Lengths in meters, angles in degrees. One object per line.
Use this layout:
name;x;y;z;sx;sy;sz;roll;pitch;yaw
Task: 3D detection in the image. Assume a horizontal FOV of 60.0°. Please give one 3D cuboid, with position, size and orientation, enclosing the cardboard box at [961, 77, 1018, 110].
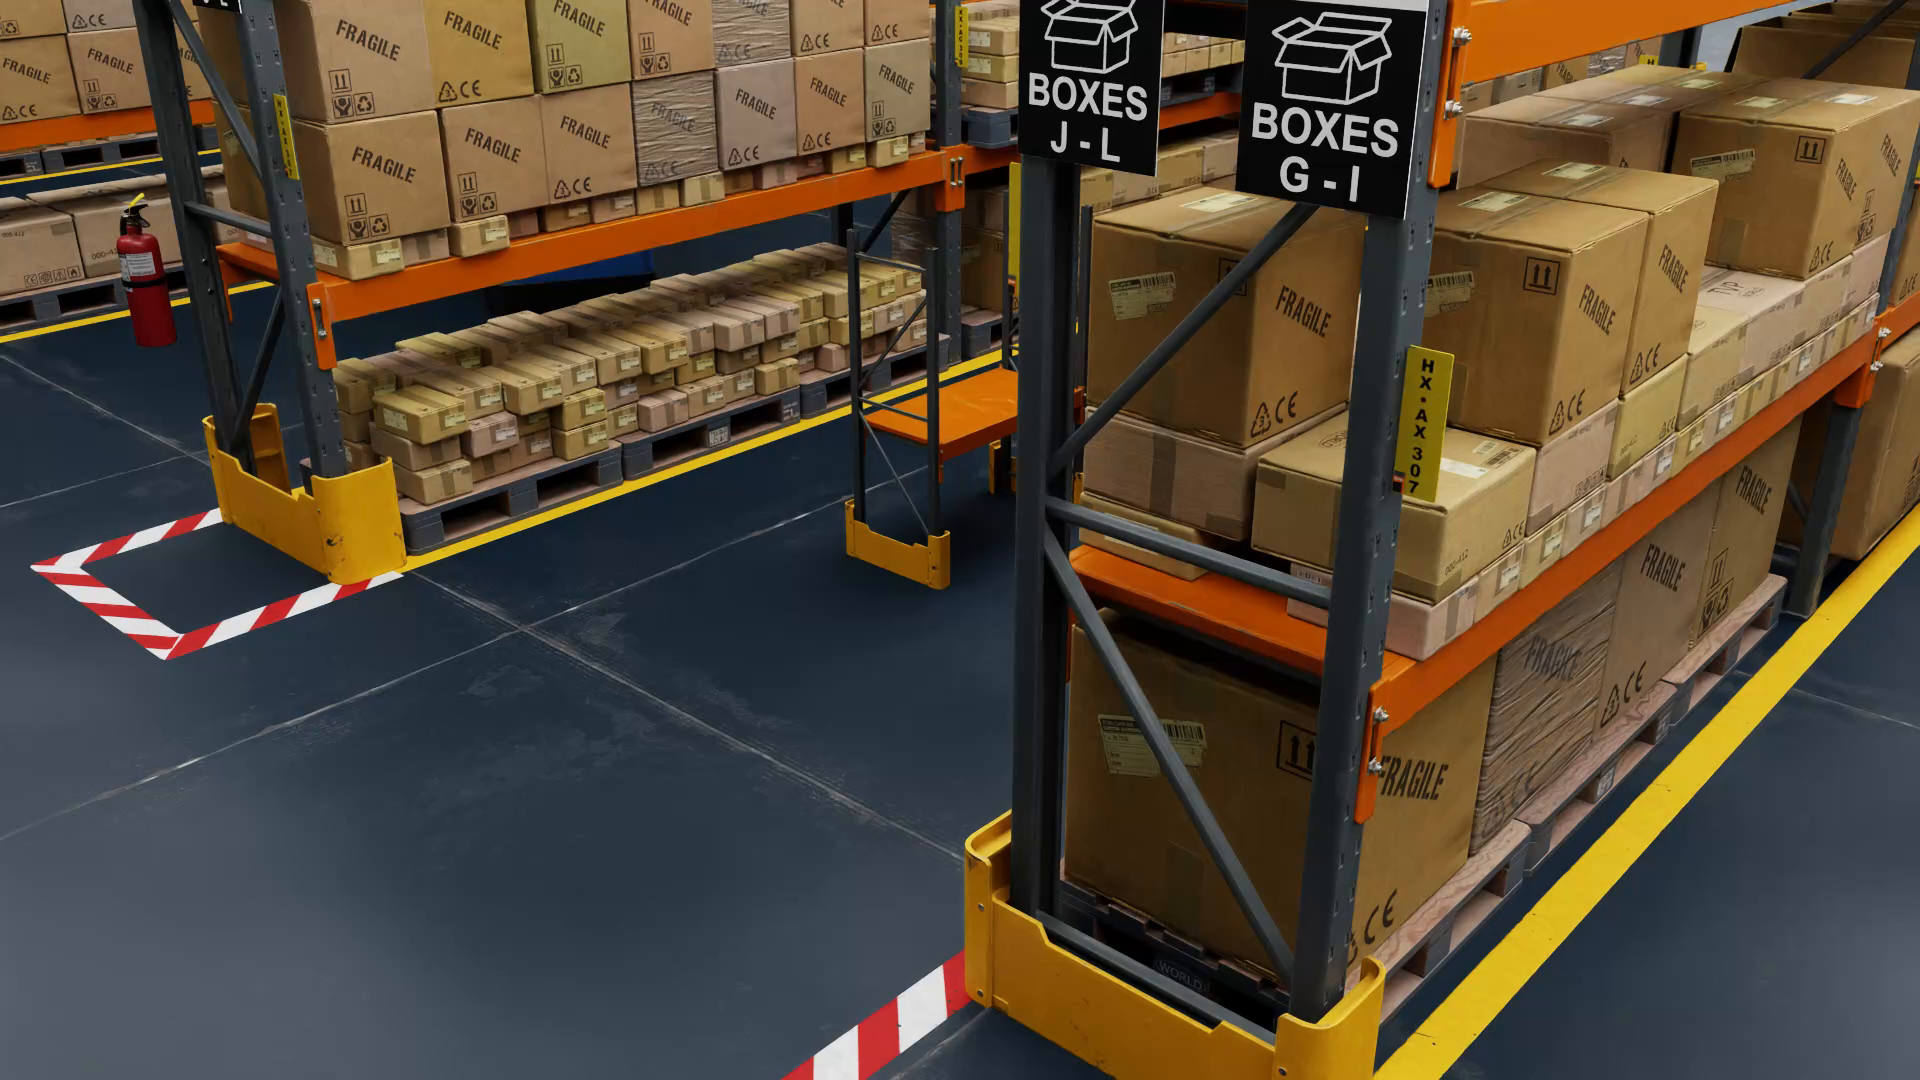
cardboard box;0.202;-2.637;9.759;0.380;0.149;0.250;18;30;35

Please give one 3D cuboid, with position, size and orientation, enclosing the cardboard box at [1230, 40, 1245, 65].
cardboard box;1.772;-3.357;11.364;0.380;0.149;0.250;20;31;37

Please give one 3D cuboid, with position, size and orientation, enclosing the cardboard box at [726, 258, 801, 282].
cardboard box;-1.147;-1.521;9.721;0.380;0.149;0.250;20;31;37

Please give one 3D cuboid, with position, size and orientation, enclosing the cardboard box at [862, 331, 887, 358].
cardboard box;-0.647;-1.188;9.704;0.380;0.149;0.250;21;32;39

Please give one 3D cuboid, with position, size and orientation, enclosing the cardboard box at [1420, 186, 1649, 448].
cardboard box;1.409;-0.596;4.316;0.500;0.500;0.500;19;31;36

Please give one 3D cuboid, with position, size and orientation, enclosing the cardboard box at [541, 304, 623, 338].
cardboard box;-2.003;-1.123;8.832;0.380;0.149;0.250;19;30;36

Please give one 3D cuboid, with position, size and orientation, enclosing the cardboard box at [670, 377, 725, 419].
cardboard box;-1.462;-0.785;8.805;0.380;0.149;0.250;20;31;38

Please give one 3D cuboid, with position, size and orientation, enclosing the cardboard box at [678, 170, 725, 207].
cardboard box;-1.409;-1.804;8.414;0.380;0.149;0.250;21;32;39

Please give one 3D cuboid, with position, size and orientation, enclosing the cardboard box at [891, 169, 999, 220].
cardboard box;-0.094;-2.255;10.738;0.500;0.250;0.500;19;30;36

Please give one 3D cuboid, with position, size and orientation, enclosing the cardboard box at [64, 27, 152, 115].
cardboard box;-5.623;-3.093;10.860;0.500;0.500;0.500;20;31;37

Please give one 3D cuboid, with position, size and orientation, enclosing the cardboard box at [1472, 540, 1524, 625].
cardboard box;1.206;0.056;4.265;0.380;0.149;0.250;20;31;37

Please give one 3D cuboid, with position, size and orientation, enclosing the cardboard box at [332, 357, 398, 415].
cardboard box;-2.908;-0.740;7.977;0.380;0.149;0.250;21;31;38

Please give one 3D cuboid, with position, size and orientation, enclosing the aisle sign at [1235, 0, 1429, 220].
aisle sign;0.729;-1.044;3.235;0.394;0.787;0.004;20;31;38

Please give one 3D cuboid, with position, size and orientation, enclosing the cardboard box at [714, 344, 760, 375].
cardboard box;-1.303;-1.028;8.985;0.380;0.149;0.250;18;30;35

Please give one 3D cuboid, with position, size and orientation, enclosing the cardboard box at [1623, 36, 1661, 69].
cardboard box;6.617;-4.951;17.209;0.875;0.875;0.875;20;31;37

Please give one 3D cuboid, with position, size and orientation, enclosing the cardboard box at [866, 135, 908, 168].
cardboard box;-0.510;-2.192;9.279;0.380;0.149;0.250;19;30;36

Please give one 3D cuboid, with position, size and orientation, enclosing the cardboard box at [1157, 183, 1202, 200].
cardboard box;1.332;-2.241;11.623;0.500;0.500;0.500;18;30;35

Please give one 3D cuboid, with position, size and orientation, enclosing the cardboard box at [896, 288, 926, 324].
cardboard box;-0.377;-1.409;9.835;0.380;0.149;0.250;21;32;39

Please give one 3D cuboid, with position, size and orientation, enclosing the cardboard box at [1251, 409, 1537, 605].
cardboard box;1.075;-0.102;4.130;0.500;0.250;0.500;19;30;36

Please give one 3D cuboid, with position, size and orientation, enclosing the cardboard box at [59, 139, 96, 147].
cardboard box;-8.247;-3.826;15.445;0.396;0.266;0.258;22;32;39

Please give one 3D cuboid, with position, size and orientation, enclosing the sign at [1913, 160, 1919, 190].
sign;3.637;-1.461;6.186;0.100;0.325;0.005;20;31;38

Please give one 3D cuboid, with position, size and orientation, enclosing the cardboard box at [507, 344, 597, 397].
cardboard box;-2.008;-0.833;8.185;0.380;0.149;0.250;18;30;35

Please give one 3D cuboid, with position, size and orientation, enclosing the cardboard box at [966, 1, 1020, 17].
cardboard box;0.247;-3.330;10.577;0.380;0.149;0.250;20;31;37

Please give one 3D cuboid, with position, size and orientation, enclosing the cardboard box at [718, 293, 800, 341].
cardboard box;-1.092;-1.216;9.041;0.380;0.149;0.250;18;30;35

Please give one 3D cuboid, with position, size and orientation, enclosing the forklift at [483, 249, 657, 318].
forklift;-2.949;-3.320;11.573;1.130;2.935;3.031;-8;25;-17

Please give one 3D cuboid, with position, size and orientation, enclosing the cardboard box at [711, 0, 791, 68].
cardboard box;-1.209;-2.675;8.342;0.500;0.500;0.500;21;32;39

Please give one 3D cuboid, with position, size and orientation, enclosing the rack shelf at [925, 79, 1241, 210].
rack shelf;0.932;-2.847;11.312;1.077;0.370;4.000;20;31;38

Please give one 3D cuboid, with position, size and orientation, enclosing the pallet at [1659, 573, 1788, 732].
pallet;2.657;0.302;6.818;1.003;0.211;1.213;20;31;38

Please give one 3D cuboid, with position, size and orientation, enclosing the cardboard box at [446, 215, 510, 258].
cardboard box;-2.254;-1.398;7.508;0.380;0.149;0.250;19;30;36

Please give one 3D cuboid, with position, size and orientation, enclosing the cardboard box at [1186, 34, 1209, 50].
cardboard box;1.417;-3.329;10.938;0.380;0.149;0.250;21;32;39

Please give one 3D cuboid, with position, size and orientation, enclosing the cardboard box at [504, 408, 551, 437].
cardboard box;-2.210;-0.630;8.096;0.380;0.149;0.250;21;31;38

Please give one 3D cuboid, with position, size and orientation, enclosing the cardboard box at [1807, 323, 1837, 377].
cardboard box;2.920;-0.727;6.012;0.380;0.149;0.250;20;31;37

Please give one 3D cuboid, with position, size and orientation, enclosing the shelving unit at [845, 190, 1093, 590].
shelving unit;0.051;-0.708;7.495;0.587;1.500;1.083;20;31;38

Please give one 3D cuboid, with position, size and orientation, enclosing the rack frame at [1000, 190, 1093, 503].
rack frame;0.396;-0.865;7.847;0.500;1.500;0.032;20;31;38

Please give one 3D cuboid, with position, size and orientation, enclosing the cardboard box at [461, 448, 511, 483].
cardboard box;-2.371;-0.412;7.974;0.380;0.149;0.250;20;31;37

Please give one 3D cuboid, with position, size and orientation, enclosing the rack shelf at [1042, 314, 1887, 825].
rack shelf;1.888;-0.243;5.505;1.077;0.370;4.000;20;31;38

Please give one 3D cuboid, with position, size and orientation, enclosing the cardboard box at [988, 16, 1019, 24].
cardboard box;0.384;-2.995;9.830;0.380;0.149;0.250;21;32;39

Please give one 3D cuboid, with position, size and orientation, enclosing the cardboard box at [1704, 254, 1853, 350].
cardboard box;2.780;-0.883;5.873;0.500;0.250;0.500;21;32;39

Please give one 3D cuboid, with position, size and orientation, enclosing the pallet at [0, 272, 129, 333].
pallet;-6.351;-1.660;11.195;1.003;0.211;1.213;20;31;38

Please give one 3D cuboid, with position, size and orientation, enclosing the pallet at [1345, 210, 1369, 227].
pallet;2.849;-2.732;13.584;1.003;0.211;1.213;20;31;38

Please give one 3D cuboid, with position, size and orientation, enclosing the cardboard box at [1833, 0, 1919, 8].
cardboard box;4.513;-2.280;7.821;0.797;0.503;0.637;21;32;39

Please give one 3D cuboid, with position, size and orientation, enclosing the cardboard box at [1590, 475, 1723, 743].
cardboard box;2.122;0.051;6.054;0.875;0.875;0.875;20;31;38

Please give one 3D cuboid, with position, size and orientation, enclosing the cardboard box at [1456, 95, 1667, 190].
cardboard box;2.035;-1.206;5.677;0.500;0.500;0.500;19;30;36

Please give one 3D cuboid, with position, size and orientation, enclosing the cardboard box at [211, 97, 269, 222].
cardboard box;-2.965;-1.735;7.469;0.500;0.500;0.500;21;32;39

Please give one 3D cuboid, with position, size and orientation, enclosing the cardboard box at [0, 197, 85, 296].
cardboard box;-6.460;-1.919;10.981;0.875;0.438;0.875;19;30;36

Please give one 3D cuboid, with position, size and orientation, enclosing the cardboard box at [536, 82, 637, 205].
cardboard box;-1.893;-1.905;7.848;0.500;0.500;0.500;21;31;38

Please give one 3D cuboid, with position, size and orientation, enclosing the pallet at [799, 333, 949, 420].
pallet;-0.825;-1.079;9.898;1.003;0.211;1.213;20;31;38

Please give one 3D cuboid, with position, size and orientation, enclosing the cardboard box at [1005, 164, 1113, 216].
cardboard box;0.640;-2.275;10.782;0.500;0.250;0.500;21;32;39

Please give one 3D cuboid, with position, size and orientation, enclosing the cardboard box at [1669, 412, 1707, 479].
cardboard box;2.062;-0.334;5.136;0.380;0.149;0.250;19;30;36
